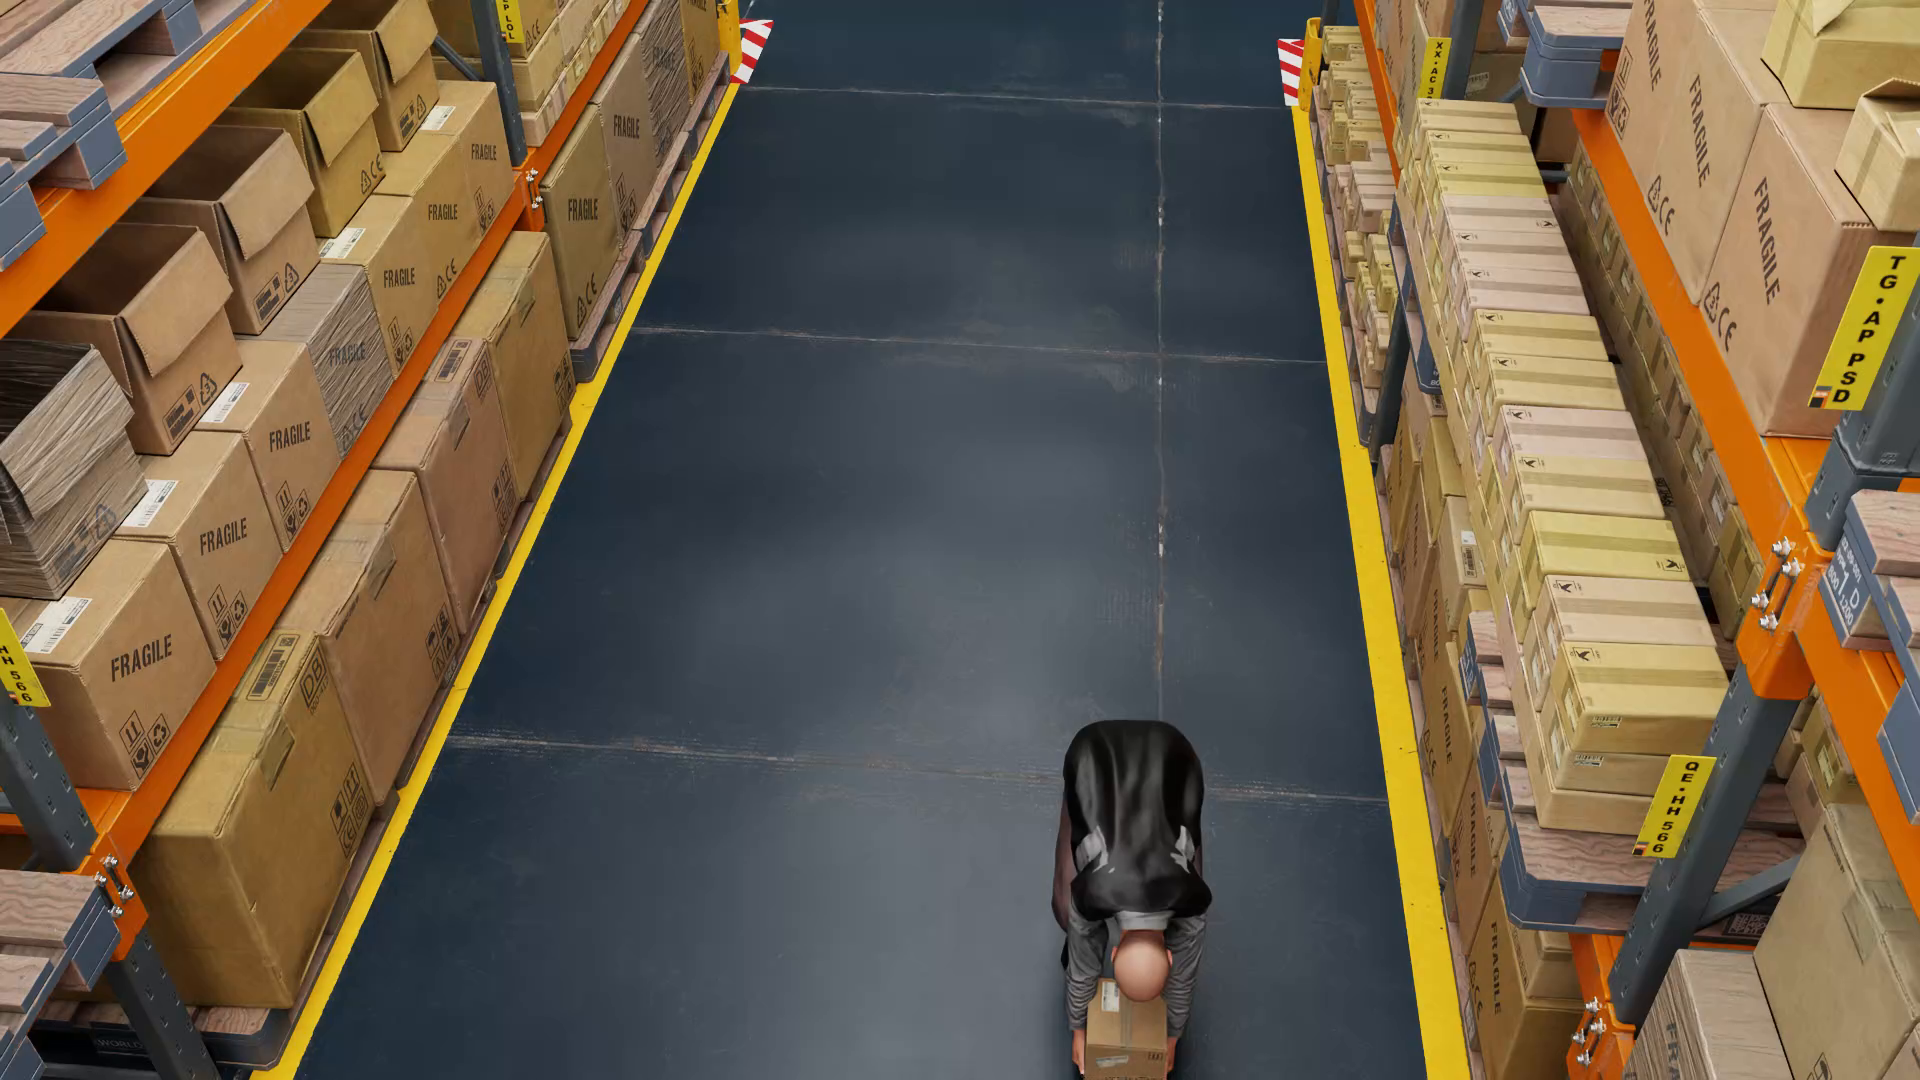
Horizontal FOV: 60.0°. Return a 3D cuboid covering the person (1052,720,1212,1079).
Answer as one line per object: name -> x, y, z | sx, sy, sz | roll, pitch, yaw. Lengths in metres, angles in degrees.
person -> 0.547, 1.160, 5.366 | 0.497, 0.973, 0.944 | 1, 40, 2
